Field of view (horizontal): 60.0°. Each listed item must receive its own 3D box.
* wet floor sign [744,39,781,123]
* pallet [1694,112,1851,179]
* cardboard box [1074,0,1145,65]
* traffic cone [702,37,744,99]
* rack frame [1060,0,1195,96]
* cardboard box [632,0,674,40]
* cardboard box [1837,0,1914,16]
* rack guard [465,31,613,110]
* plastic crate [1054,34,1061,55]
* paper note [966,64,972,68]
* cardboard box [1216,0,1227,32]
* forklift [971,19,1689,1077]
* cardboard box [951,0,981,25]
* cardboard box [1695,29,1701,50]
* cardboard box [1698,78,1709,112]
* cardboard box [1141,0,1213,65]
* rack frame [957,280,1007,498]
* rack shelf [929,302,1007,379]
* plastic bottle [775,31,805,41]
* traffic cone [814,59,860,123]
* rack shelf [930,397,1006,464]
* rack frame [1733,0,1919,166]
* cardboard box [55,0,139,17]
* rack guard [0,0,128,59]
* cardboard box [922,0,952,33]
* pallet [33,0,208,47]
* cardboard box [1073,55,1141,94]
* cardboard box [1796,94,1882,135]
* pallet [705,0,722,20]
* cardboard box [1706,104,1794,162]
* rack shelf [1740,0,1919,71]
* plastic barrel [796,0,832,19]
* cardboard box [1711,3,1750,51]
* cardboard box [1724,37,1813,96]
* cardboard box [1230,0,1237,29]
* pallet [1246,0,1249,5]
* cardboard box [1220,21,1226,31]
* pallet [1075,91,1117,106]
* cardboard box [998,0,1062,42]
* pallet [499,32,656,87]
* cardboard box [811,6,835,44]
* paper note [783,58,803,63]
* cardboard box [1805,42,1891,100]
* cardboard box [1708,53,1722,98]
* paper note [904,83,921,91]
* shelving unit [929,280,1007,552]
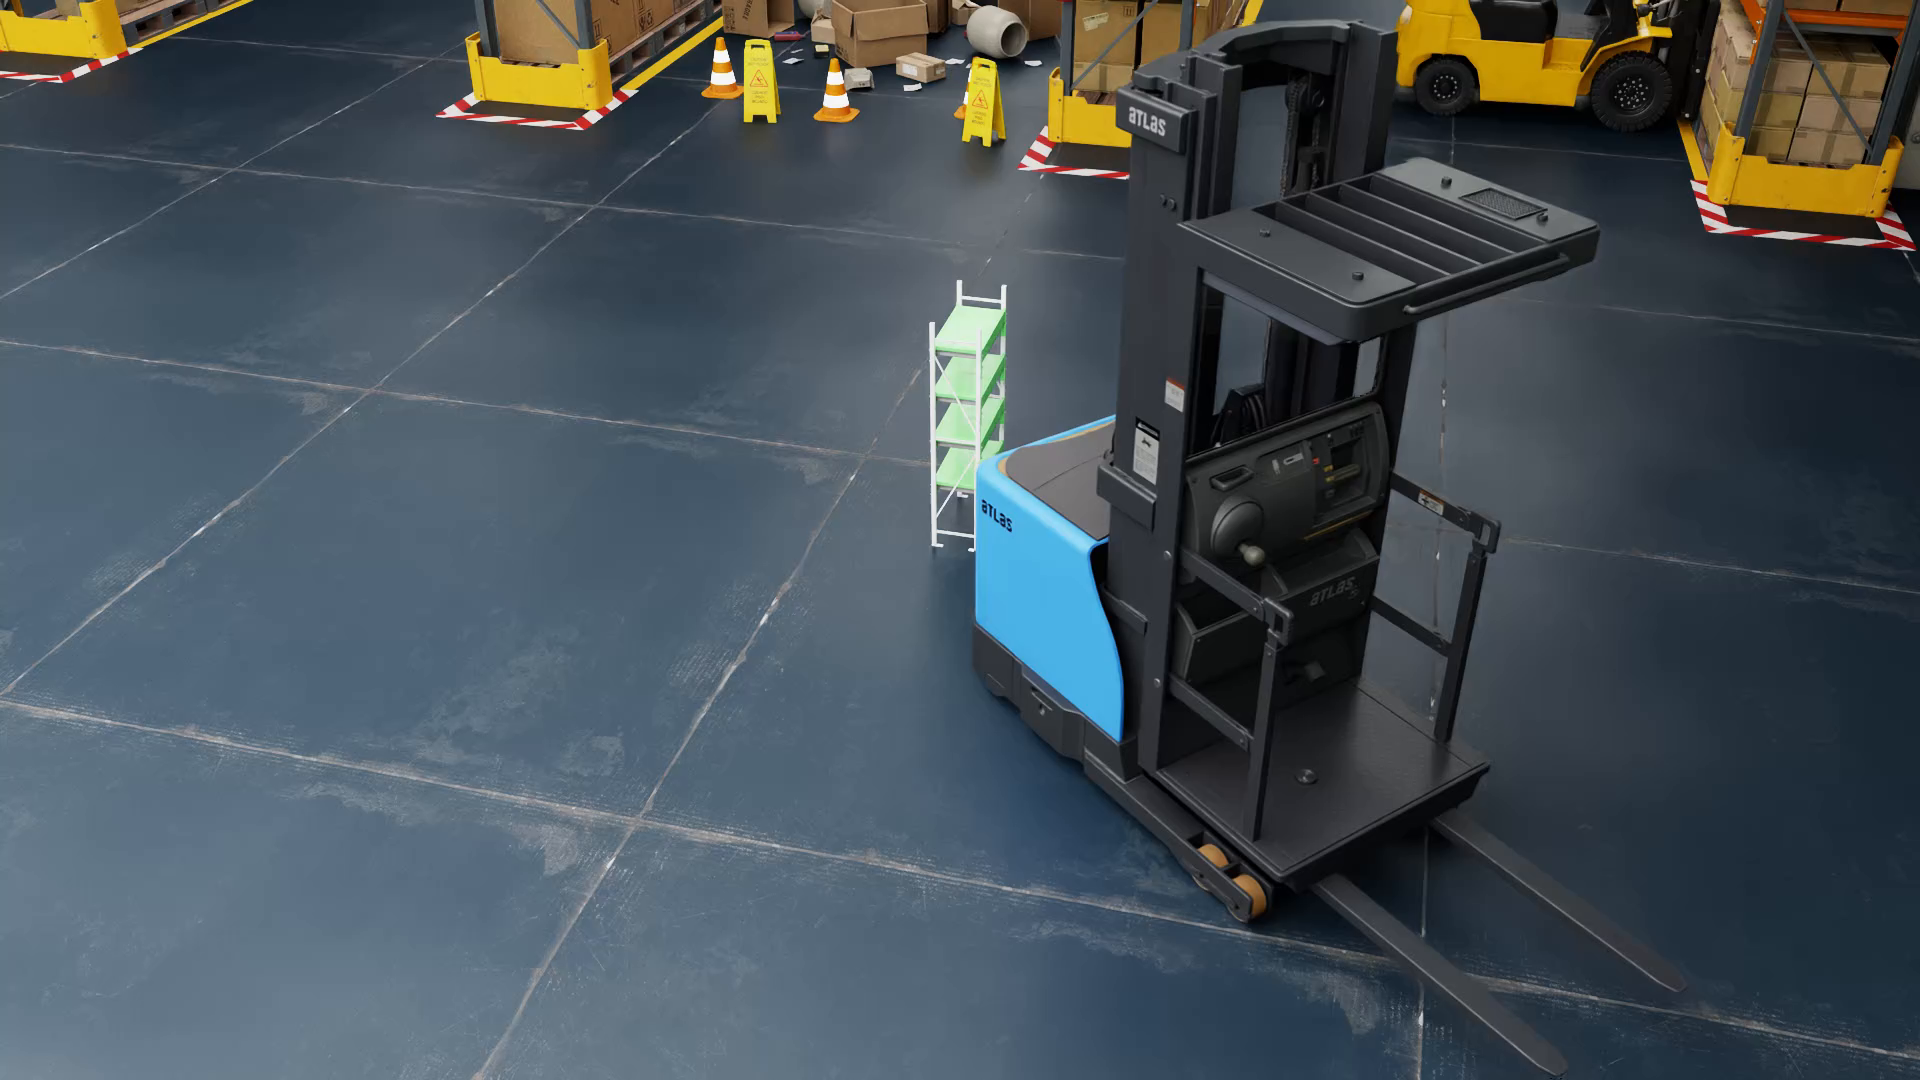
[{"bbox_3d":[-1.629,-3.757,13.559,0.267,0.644,0.232,3,33,4],"label":"wet floor sign"},{"bbox_3d":[6.232,-2.966,12.718,1.003,0.211,1.213,8,33,12],"label":"pallet"},{"bbox_3d":[1.228,-4.198,13.531,0.500,0.500,0.500,8,33,13],"label":"cardboard box"},{"bbox_3d":[-2.029,-4.047,14.185,0.336,0.463,0.334,8,33,12],"label":"traffic cone"},{"bbox_3d":[1.277,-4.414,12.397,1.000,3.000,0.127,8,33,12],"label":"rack frame"},{"bbox_3d":[-3.208,-5.134,15.119,0.875,0.875,0.875,8,33,12],"label":"cardboard box"},{"bbox_3d":[6.473,-4.001,11.655,0.500,0.500,0.500,9,34,14],"label":"cardboard box"},{"bbox_3d":[-3.543,-3.968,14.026,1.175,0.500,0.348,8,33,12],"label":"rack guard"},{"bbox_3d":[1.100,-4.554,15.340,0.402,0.080,0.583,-3,33,-4],"label":"plastic crate"},{"bbox_3d":[0.083,-4.263,14.947,0.032,0.001,0.123,8,33,12],"label":"paper note"},{"bbox_3d":[2.018,-4.672,14.275,0.500,0.500,0.500,9,33,13],"label":"cardboard box"},{"bbox_3d":[1.293,-0.143,5.743,1.130,2.935,3.031,-20,38,-28],"label":"forklift"},{"bbox_3d":[0.009,-5.205,16.190,0.258,0.266,0.396,-14,35,-21],"label":"cardboard box"},{"bbox_3d":[6.279,-4.052,13.533,0.500,0.250,0.500,8,33,12],"label":"cardboard box"},{"bbox_3d":[6.163,-3.559,13.224,0.500,0.250,0.500,8,33,13],"label":"cardboard box"},{"bbox_3d":[1.754,-4.141,13.440,0.500,0.500,0.500,7,33,11],"label":"cardboard box"},{"bbox_3d":[0.104,-0.719,8.262,0.240,1.200,0.015,8,33,12],"label":"rack frame"},{"bbox_3d":[0.042,-0.943,7.840,0.258,0.148,0.480,8,33,12],"label":"rack shelf"},{"bbox_3d":[-1.602,-4.743,15.654,0.283,0.061,0.133,-3,33,-4],"label":"plastic bottle"},{"bbox_3d":[-1.022,-3.717,13.665,0.336,0.463,0.334,8,33,12],"label":"traffic cone"},{"bbox_3d":[0.042,-0.538,8.098,0.258,0.148,0.480,8,33,12],"label":"rack shelf"},{"bbox_3d":[6.079,-3.740,11.337,1.000,3.000,0.127,8,33,12],"label":"rack frame"},{"bbox_3d":[-8.134,-5.207,15.584,0.500,0.500,0.500,14,35,21],"label":"cardboard box"},{"bbox_3d":[-8.290,-4.748,15.252,1.175,0.500,0.348,8,33,12],"label":"rack guard"},{"bbox_3d":[-0.497,-5.160,15.772,0.797,0.637,0.503,8,33,12],"label":"cardboard box"},{"bbox_3d":[-8.049,-5.043,15.985,1.003,0.211,1.213,8,33,12],"label":"pallet"},{"bbox_3d":[1.228,-3.899,13.759,0.500,0.250,0.500,8,33,12],"label":"cardboard box"},{"bbox_3d":[6.399,-3.184,12.167,0.500,0.250,0.500,9,33,13],"label":"cardboard box"},{"bbox_3d":[-2.791,-5.550,16.784,1.003,0.211,1.213,8,33,12],"label":"pallet"},{"bbox_3d":[5.892,-3.044,12.413,0.500,0.250,0.500,8,33,13],"label":"cardboard box"},{"bbox_3d":[6.586,-4.474,13.163,1.077,0.370,4.000,8,33,12],"label":"rack shelf"},{"bbox_3d":[-1.326,-5.226,16.077,0.421,0.421,0.512,-21,38,-29],"label":"plastic barrel"},{"bbox_3d":[6.136,-3.989,12.969,0.500,0.250,0.500,8,33,13],"label":"cardboard box"},{"bbox_3d":[5.894,-3.460,12.137,0.500,0.250,0.500,9,34,14],"label":"cardboard box"},{"bbox_3d":[2.276,-4.885,15.310,0.500,0.250,0.500,7,33,11],"label":"cardboard box"},{"bbox_3d":[2.488,-5.717,17.046,1.003,0.211,1.213,8,33,12],"label":"pallet"},{"bbox_3d":[2.012,-4.360,14.485,0.500,0.250,0.500,10,34,16],"label":"cardboard box"},{"bbox_3d":[1.536,-3.693,13.863,1.003,0.211,1.213,8,33,12],"label":"pallet"},{"bbox_3d":[0.704,-5.065,15.749,0.500,0.500,0.500,-21,38,-29],"label":"cardboard box"},{"bbox_3d":[-3.410,-4.284,14.792,1.003,0.211,1.213,8,33,12],"label":"pallet"},{"bbox_3d":[-1.177,-4.815,15.576,0.396,0.266,0.258,14,35,21],"label":"cardboard box"},{"bbox_3d":[-1.507,-4.343,15.054,0.144,0.017,0.142,20,38,29],"label":"paper note"},{"bbox_3d":[6.384,-3.402,12.046,0.500,0.250,0.500,8,33,12],"label":"cardboard box"},{"bbox_3d":[6.038,-3.522,12.699,0.500,0.250,0.500,8,33,12],"label":"cardboard box"},{"bbox_3d":[-0.409,-3.922,14.392,0.148,0.019,0.142,-3,33,-4],"label":"paper note"},{"bbox_3d":[0.042,-0.592,8.063,0.258,1.200,0.503,8,33,12],"label":"shelving unit"}]
